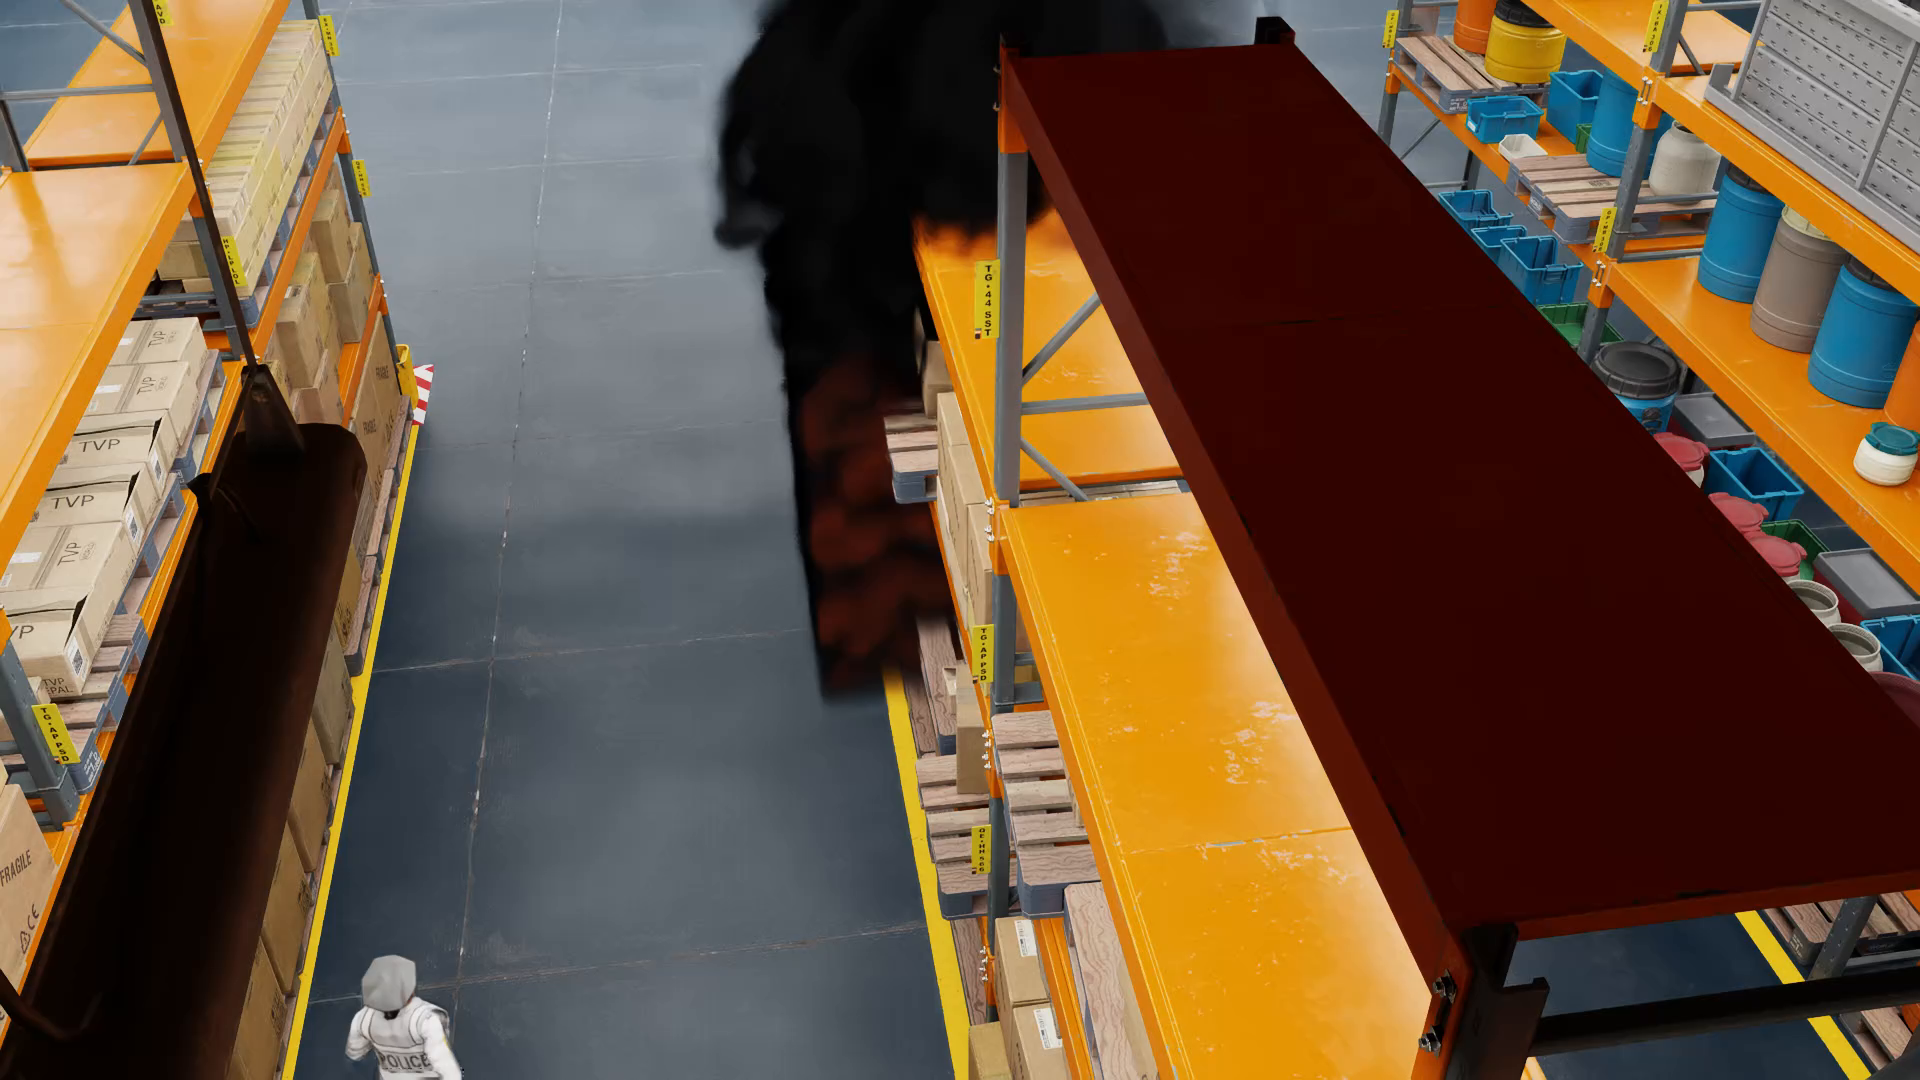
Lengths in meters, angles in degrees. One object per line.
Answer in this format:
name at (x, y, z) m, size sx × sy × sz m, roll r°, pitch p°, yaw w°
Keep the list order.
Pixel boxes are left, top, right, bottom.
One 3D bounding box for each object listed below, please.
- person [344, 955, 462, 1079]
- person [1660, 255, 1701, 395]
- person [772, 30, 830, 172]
person at (-2.590, 2.659, 7.968) m, size 0.579 × 1.805 × 0.720 m, roll -4°, pitch 37°, yaw -6°
person at (6.245, -2.045, 14.334) m, size 0.547 × 1.783 × 0.723 m, roll -14°, pitch 39°, yaw -18°
person at (-1.803, -4.922, 18.788) m, size 0.595 × 1.647 × 0.610 m, roll 12°, pitch 38°, yaw 16°
